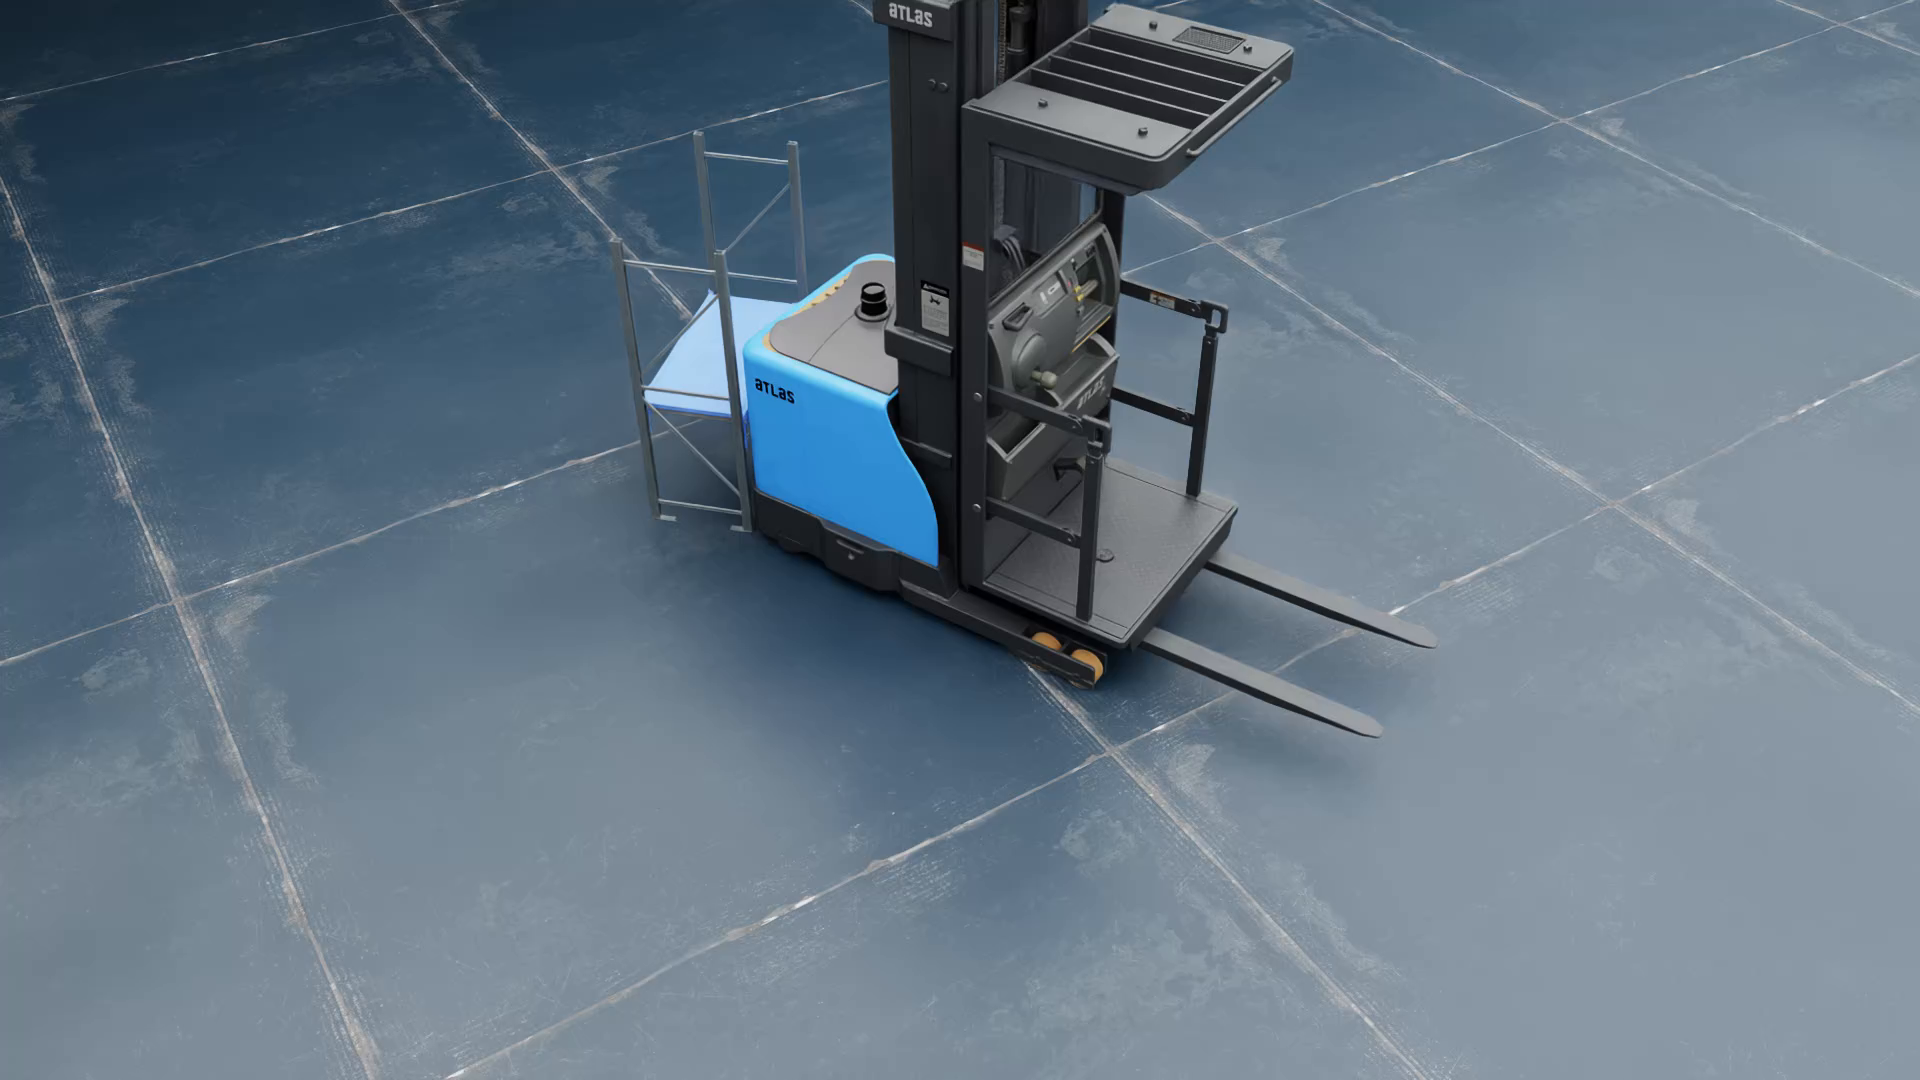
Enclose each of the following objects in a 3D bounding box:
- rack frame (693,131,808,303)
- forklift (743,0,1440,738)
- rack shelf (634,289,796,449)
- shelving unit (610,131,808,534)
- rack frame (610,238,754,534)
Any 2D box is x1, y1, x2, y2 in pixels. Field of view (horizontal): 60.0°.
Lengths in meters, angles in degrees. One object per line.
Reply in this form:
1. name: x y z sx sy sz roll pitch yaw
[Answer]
1. rack frame: -0.996 -1.286 8.182 0.500 1.500 0.032 8 41 10
2. forklift: 0.559 -0.886 6.585 3.031 2.935 1.130 23 45 25
3. rack shelf: -1.109 -0.830 7.917 0.538 0.185 1.000 8 41 10
4. shelving unit: -1.109 -0.969 7.801 0.538 1.500 1.048 8 41 10
5. rack frame: -1.221 -0.651 7.421 0.500 1.500 0.032 8 41 10
